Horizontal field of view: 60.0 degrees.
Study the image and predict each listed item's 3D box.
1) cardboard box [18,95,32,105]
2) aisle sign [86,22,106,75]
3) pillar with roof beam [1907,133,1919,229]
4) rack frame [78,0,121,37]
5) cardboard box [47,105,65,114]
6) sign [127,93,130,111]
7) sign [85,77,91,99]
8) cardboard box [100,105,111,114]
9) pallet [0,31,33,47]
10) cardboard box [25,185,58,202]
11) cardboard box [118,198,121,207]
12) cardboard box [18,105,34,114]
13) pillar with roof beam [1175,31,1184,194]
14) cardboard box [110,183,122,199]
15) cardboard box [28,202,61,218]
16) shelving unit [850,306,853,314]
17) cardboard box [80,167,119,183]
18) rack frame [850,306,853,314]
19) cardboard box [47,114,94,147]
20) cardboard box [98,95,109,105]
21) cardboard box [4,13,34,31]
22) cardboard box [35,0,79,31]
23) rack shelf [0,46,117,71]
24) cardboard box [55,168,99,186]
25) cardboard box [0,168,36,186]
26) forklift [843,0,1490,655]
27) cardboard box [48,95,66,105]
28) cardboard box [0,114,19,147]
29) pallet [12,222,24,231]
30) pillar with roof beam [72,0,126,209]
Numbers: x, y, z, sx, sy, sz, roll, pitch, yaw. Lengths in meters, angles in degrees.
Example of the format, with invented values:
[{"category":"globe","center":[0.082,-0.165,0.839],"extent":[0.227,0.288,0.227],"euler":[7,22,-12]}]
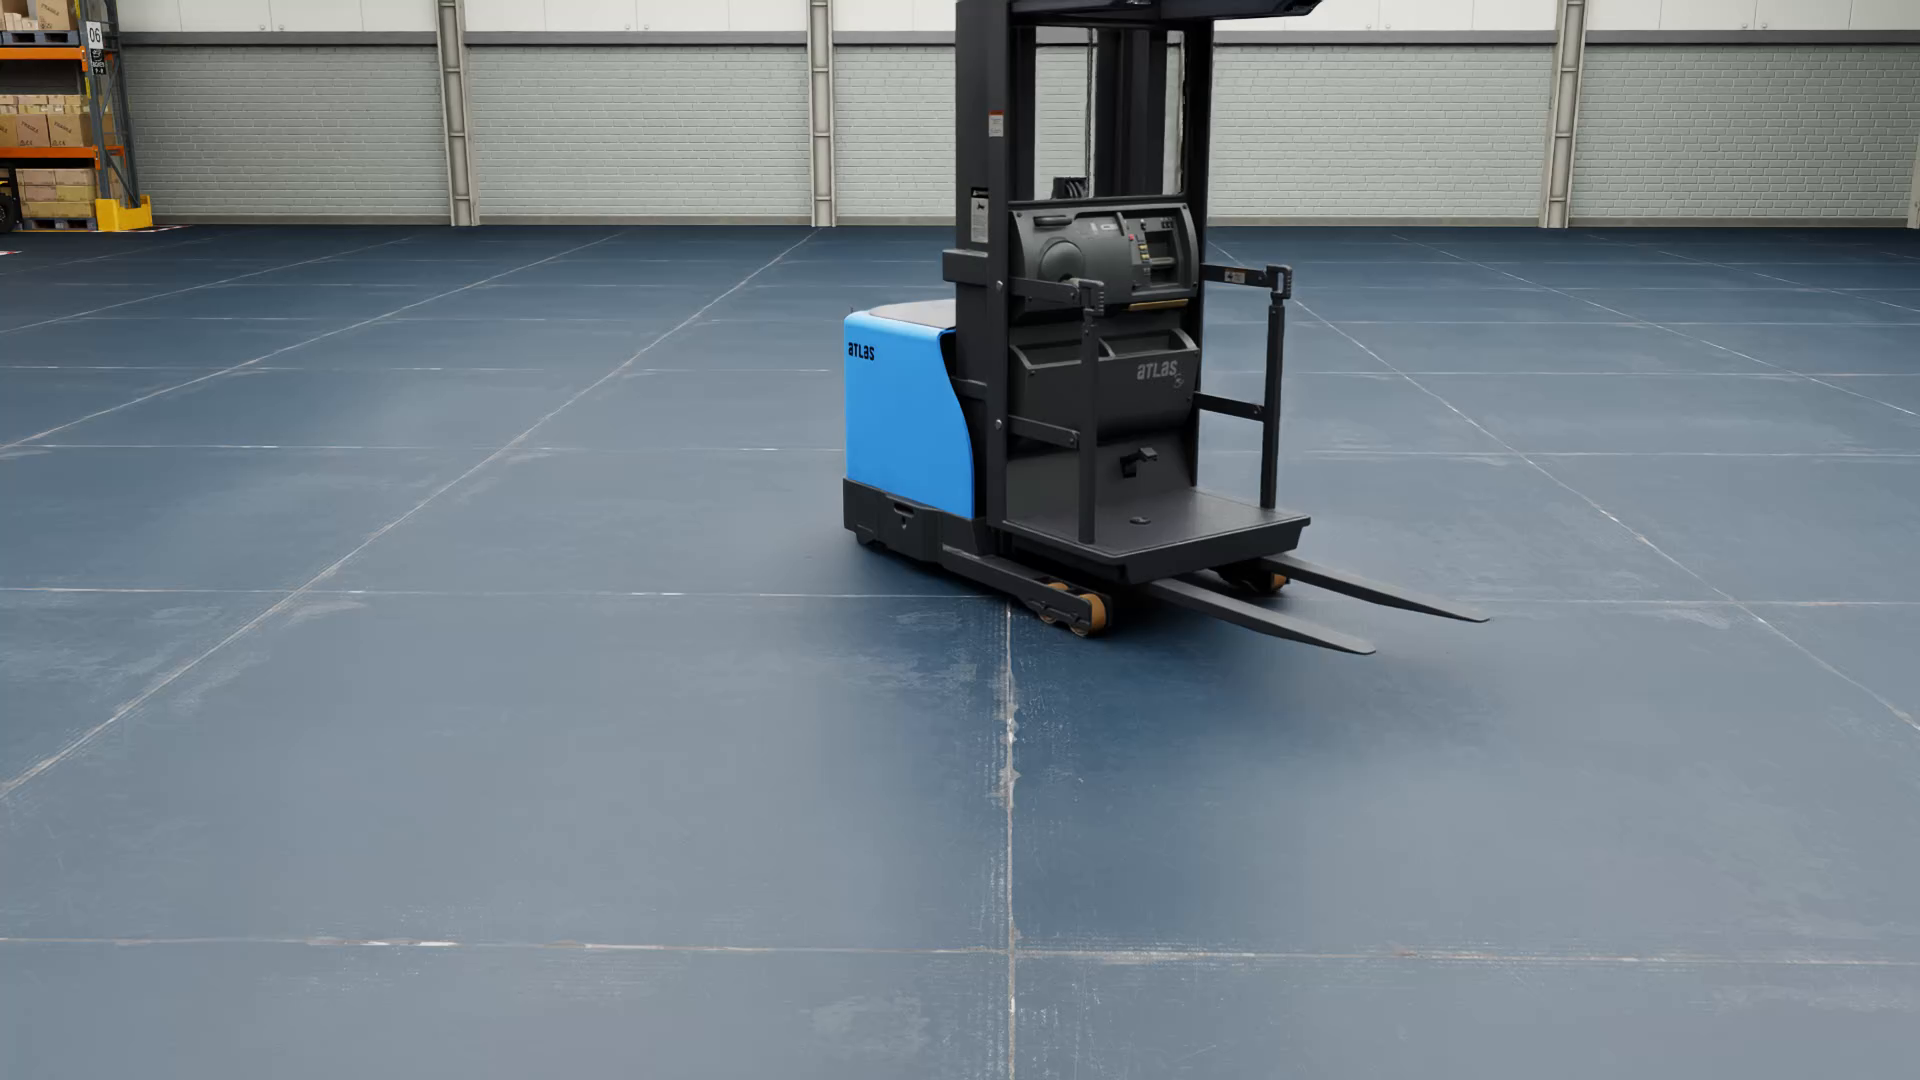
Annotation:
[{"category":"cardboard box","center":[-14.696,-6.977,26.353],"extent":[0.250,0.149,0.380],"euler":[0,15,2]},{"category":"aisle sign","center":[-13.518,-7.695,26.030],"extent":[0.004,0.787,0.394],"euler":[0,15,1]},{"category":"pillar with roof beam","center":[15.631,-8.355,21.868],"extent":[0.400,9.000,9.100],"euler":[0,15,1]},{"category":"rack frame","center":[-13.576,-9.414,25.882],"extent":[0.127,3.000,1.000],"euler":[0,15,1]},{"category":"cardboard box","center":[-14.186,-6.800,26.267],"extent":[0.250,0.149,0.380],"euler":[1,15,2]},{"category":"sign","center":[-13.556,-7.112,27.063],"extent":[0.005,0.325,0.100],"euler":[0,15,1]},{"category":"sign","center":[-13.604,-7.049,25.945],"extent":[0.005,0.325,0.100],"euler":[0,15,1]},{"category":"cardboard box","center":[-13.909,-6.944,26.811],"extent":[0.250,0.149,0.380],"euler":[0,15,0]},{"category":"pallet","center":[-15.505,-7.939,26.346],"extent":[1.213,0.211,1.003],"euler":[0,15,1]},{"category":"cardboard box","center":[-14.572,-5.558,26.613],"extent":[0.500,0.250,0.500],"euler":[0,15,1]},{"category":"cardboard box","center":[-14.062,-5.440,27.146],"extent":[0.500,0.250,0.500],"euler":[0,15,2]},{"category":"cardboard box","center":[-14.692,-6.822,26.350],"extent":[0.250,0.149,0.380],"euler":[0,15,1]},{"category":"pillar with roof beam","center":[3.635,-8.433,22.165],"extent":[0.400,9.000,9.100],"euler":[0,15,1]},{"category":"cardboard box","center":[-14.041,-5.685,27.093],"extent":[0.500,0.250,0.500],"euler":[1,15,2]},{"category":"cardboard box","center":[-14.551,-5.315,26.672],"extent":[0.500,0.250,0.500],"euler":[0,15,1]},{"category":"shelving unit","center":[-0.376,-0.598,8.049],"extent":[0.252,1.050,0.215],"euler":[-4,15,-16]},{"category":"cardboard box","center":[-14.052,-5.922,27.012],"extent":[0.500,0.250,0.500],"euler":[0,15,1]},{"category":"rack frame","center":[-0.493,-0.589,8.014],"extent":[0.008,1.050,0.200],"euler":[-4,15,-16]},{"category":"cardboard box","center":[-14.075,-6.498,26.393],"extent":[0.500,0.500,0.500],"euler":[0,15,0]},{"category":"cardboard box","center":[-13.907,-7.076,26.729],"extent":[0.250,0.149,0.380],"euler":[0,15,0]},{"category":"cardboard box","center":[-14.666,-8.080,25.949],"extent":[0.258,0.266,0.396],"euler":[0,15,2]},{"category":"cardboard box","center":[-14.025,-8.204,25.961],"extent":[0.500,0.500,0.500],"euler":[1,15,3]},{"category":"rack shelf","center":[-15.576,-7.629,26.406],"extent":[4.000,0.370,1.077],"euler":[0,15,1]},{"category":"cardboard box","center":[-14.045,-5.794,26.527],"extent":[0.500,0.250,0.500],"euler":[1,15,3]},{"category":"cardboard box","center":[-15.060,-5.796,26.537],"extent":[0.500,0.250,0.500],"euler":[1,15,2]},{"category":"forklift","center":[0.727,-1.185,6.587],"extent":[1.130,2.935,3.031],"euler":[-11,18,-35]},{"category":"cardboard box","center":[-14.187,-6.961,26.295],"extent":[0.250,0.149,0.380],"euler":[0,15,2]},{"category":"cardboard box","center":[-15.106,-6.507,26.427],"extent":[0.500,0.500,0.500],"euler":[0,15,0]},{"category":"pallet","center":[-15.558,-5.168,27.014],"extent":[1.213,0.211,1.003],"euler":[0,15,1]},{"category":"pillar with roof beam","center":[-14.359,-8.551,22.609],"extent":[0.400,9.000,9.100],"euler":[0,15,1]}]
